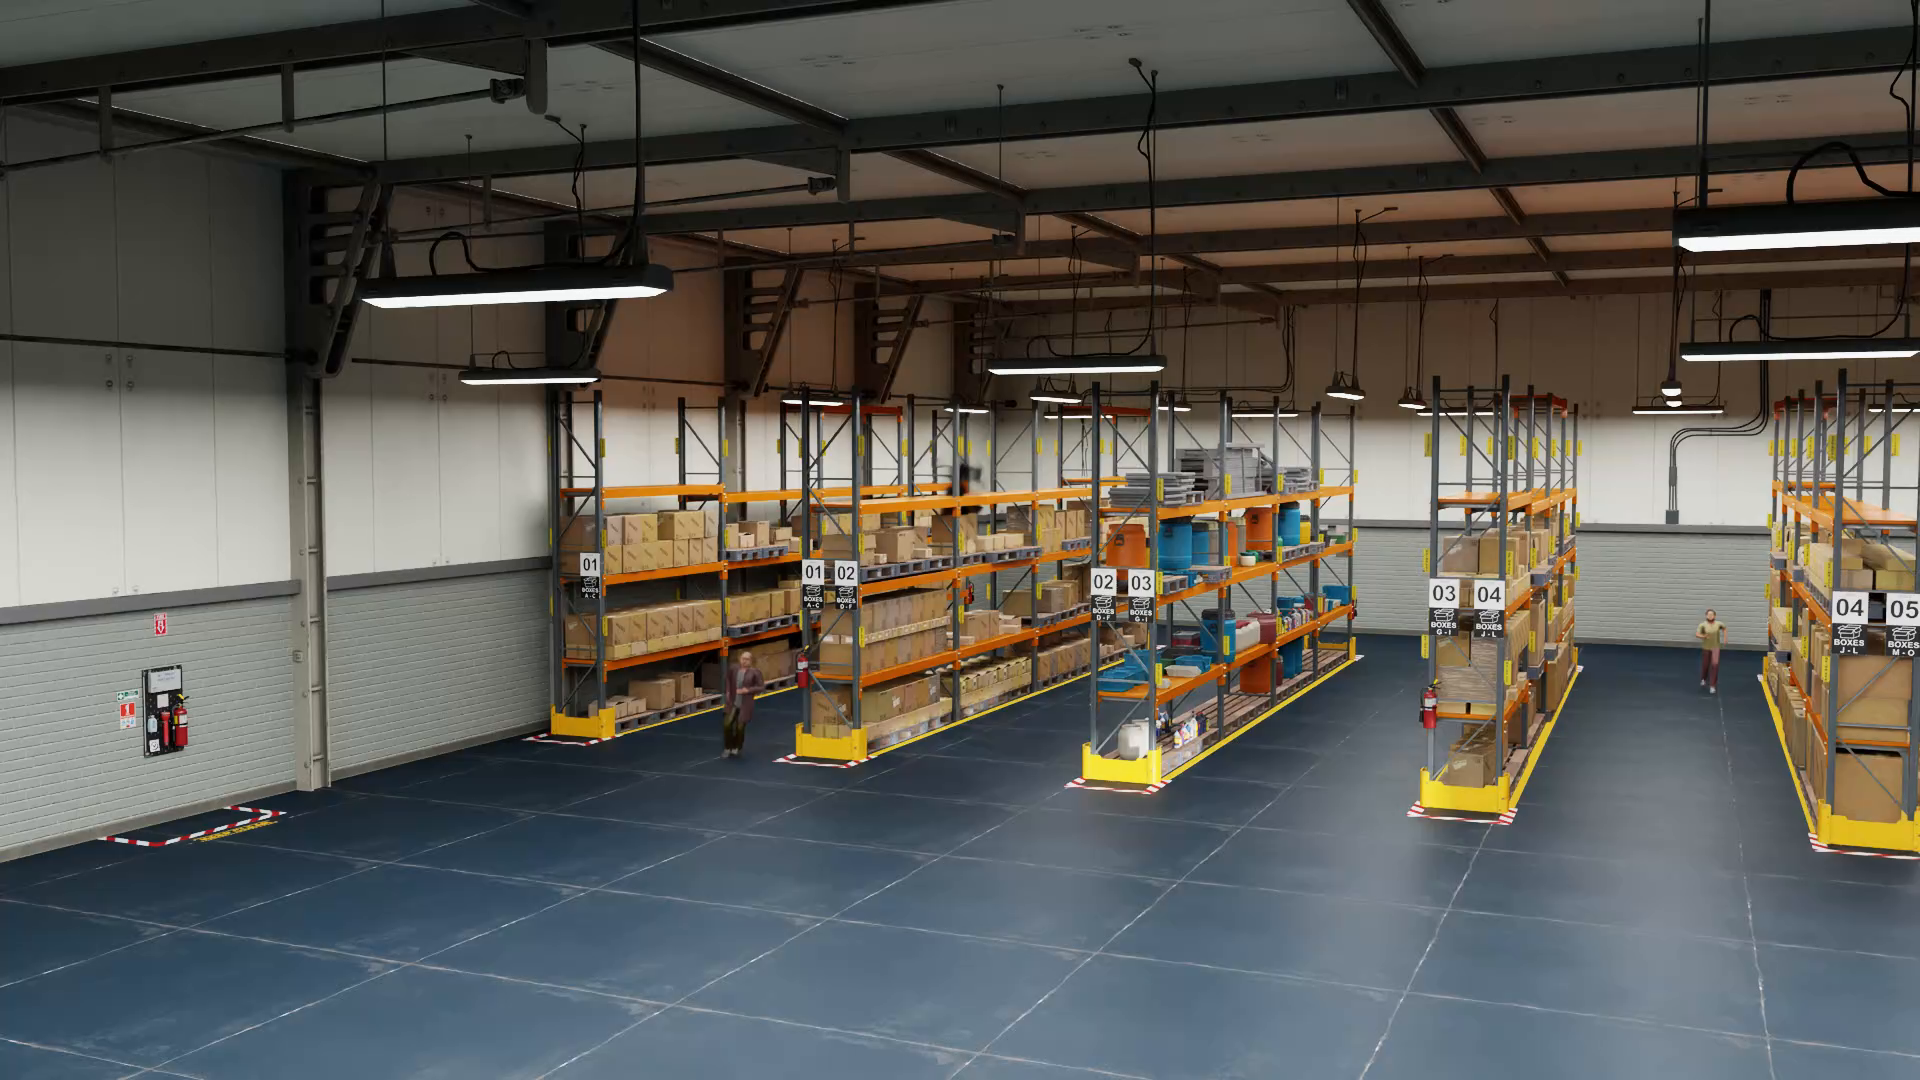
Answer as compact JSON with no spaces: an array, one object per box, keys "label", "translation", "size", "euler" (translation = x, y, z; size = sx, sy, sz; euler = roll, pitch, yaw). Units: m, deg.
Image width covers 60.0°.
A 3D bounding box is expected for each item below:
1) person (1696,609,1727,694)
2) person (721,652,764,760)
[{"label":"person","translation":[15.492,2.274,34.304],"size":[0.584,1.708,0.901],"euler":[1,3,24]},{"label":"person","translation":[-3.489,2.727,26.867],"size":[0.714,1.674,0.702],"euler":[0,3,7]}]
